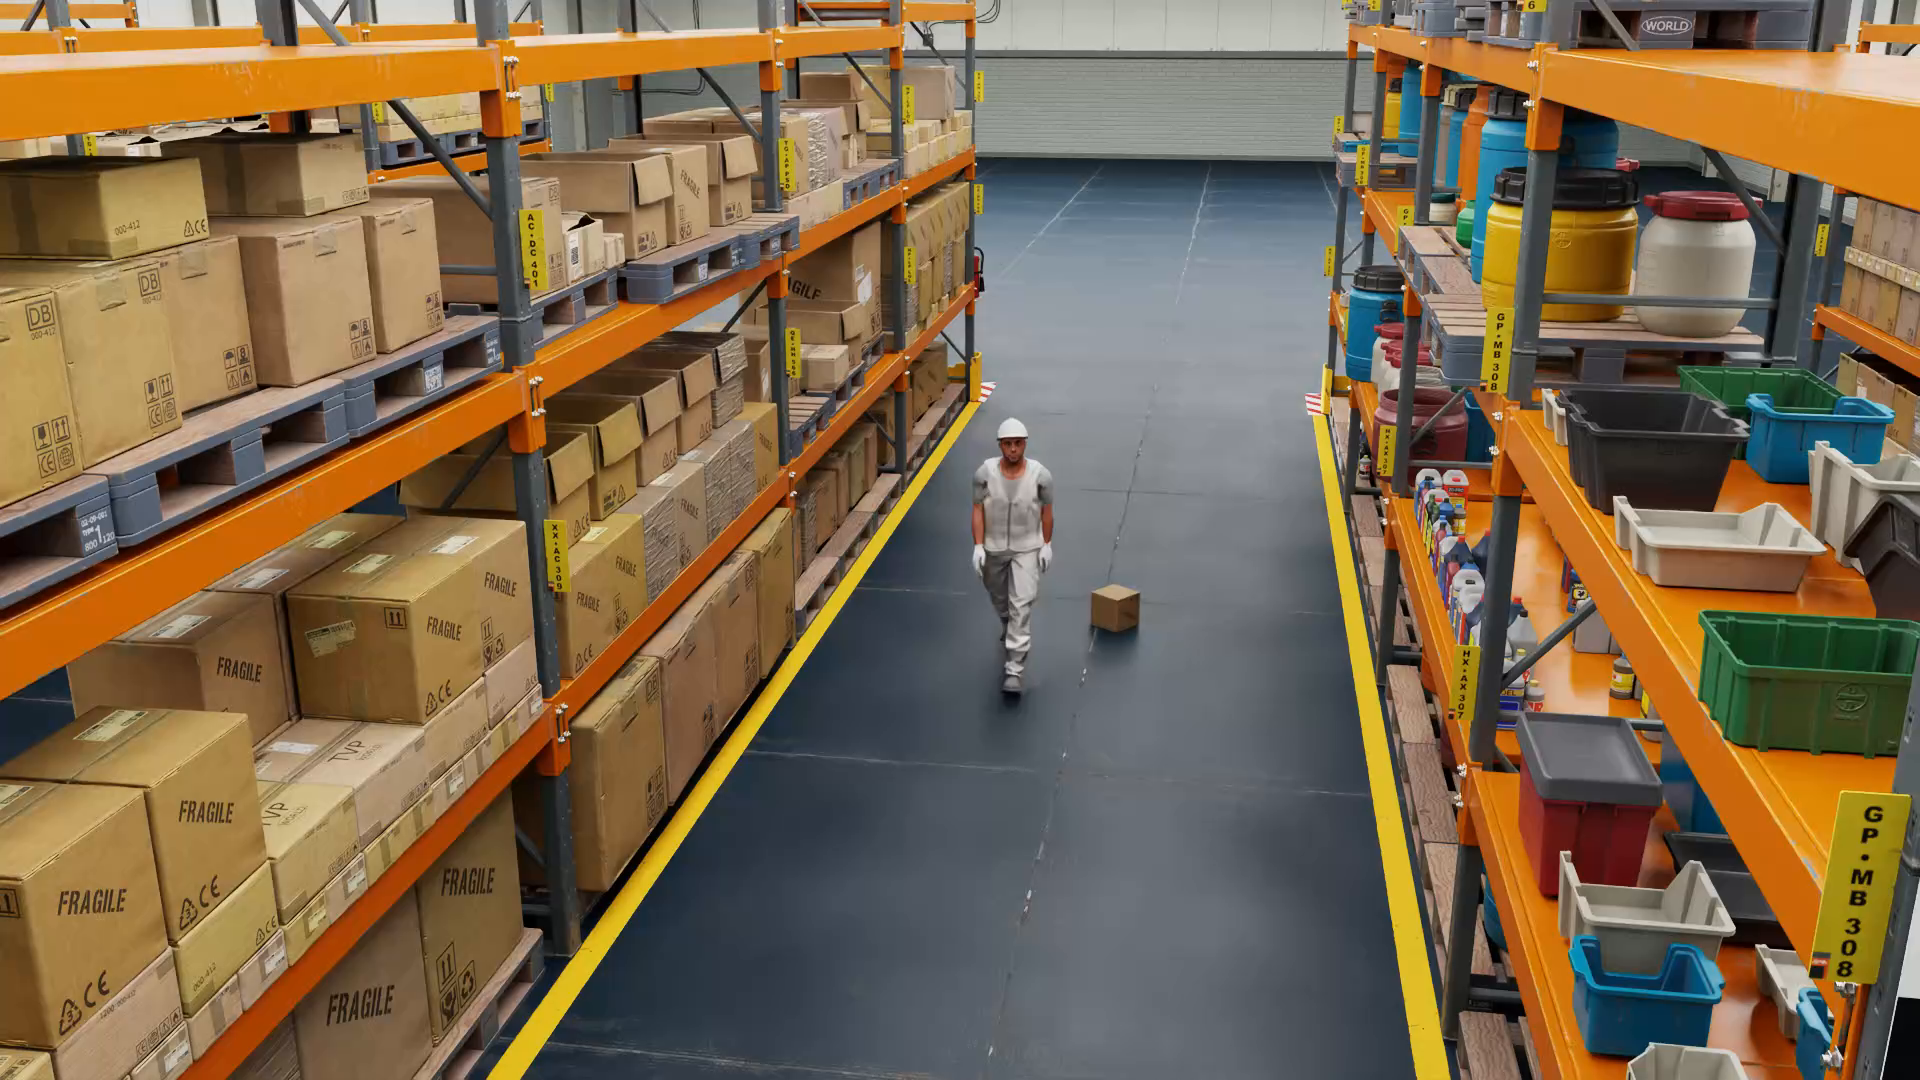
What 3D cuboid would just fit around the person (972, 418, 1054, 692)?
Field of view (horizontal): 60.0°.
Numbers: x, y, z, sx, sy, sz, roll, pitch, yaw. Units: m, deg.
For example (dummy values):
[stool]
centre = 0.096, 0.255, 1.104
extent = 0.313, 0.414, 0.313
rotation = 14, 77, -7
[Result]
[person]
centre = 0.341, 0.047, 10.895
extent = 0.519, 1.748, 1.071
rotation = 3, 18, 11
